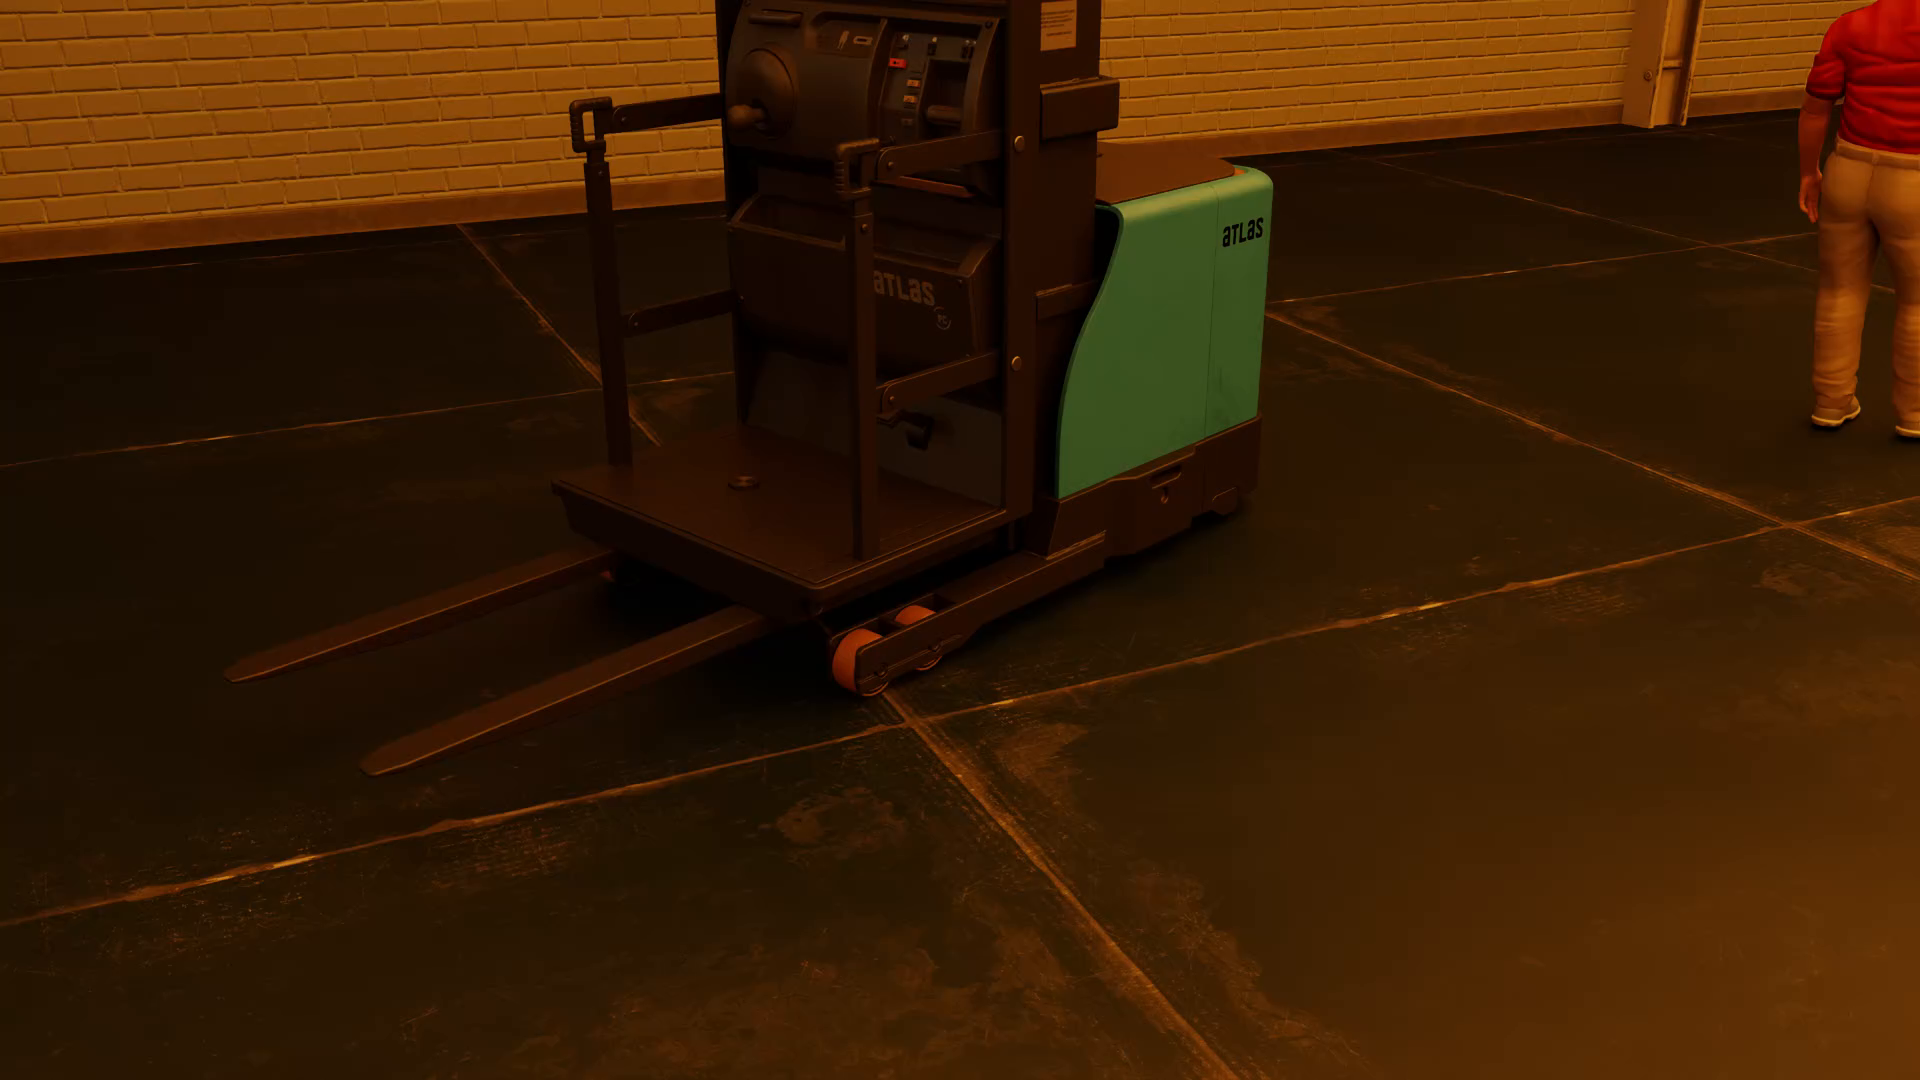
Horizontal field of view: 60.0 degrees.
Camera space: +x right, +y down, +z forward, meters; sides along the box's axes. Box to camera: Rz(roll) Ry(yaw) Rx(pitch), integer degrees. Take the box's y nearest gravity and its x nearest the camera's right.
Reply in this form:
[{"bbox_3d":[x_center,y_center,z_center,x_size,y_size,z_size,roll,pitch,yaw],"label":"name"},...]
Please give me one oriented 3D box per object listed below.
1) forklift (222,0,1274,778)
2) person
[{"bbox_3d":[-0.413,-1.182,4.131,1.130,2.935,3.031,19,29,39],"label":"forklift"},{"bbox_3d":[3.274,-1.230,5.797,0.551,1.727,0.640,-18,29,-37],"label":"person"}]
